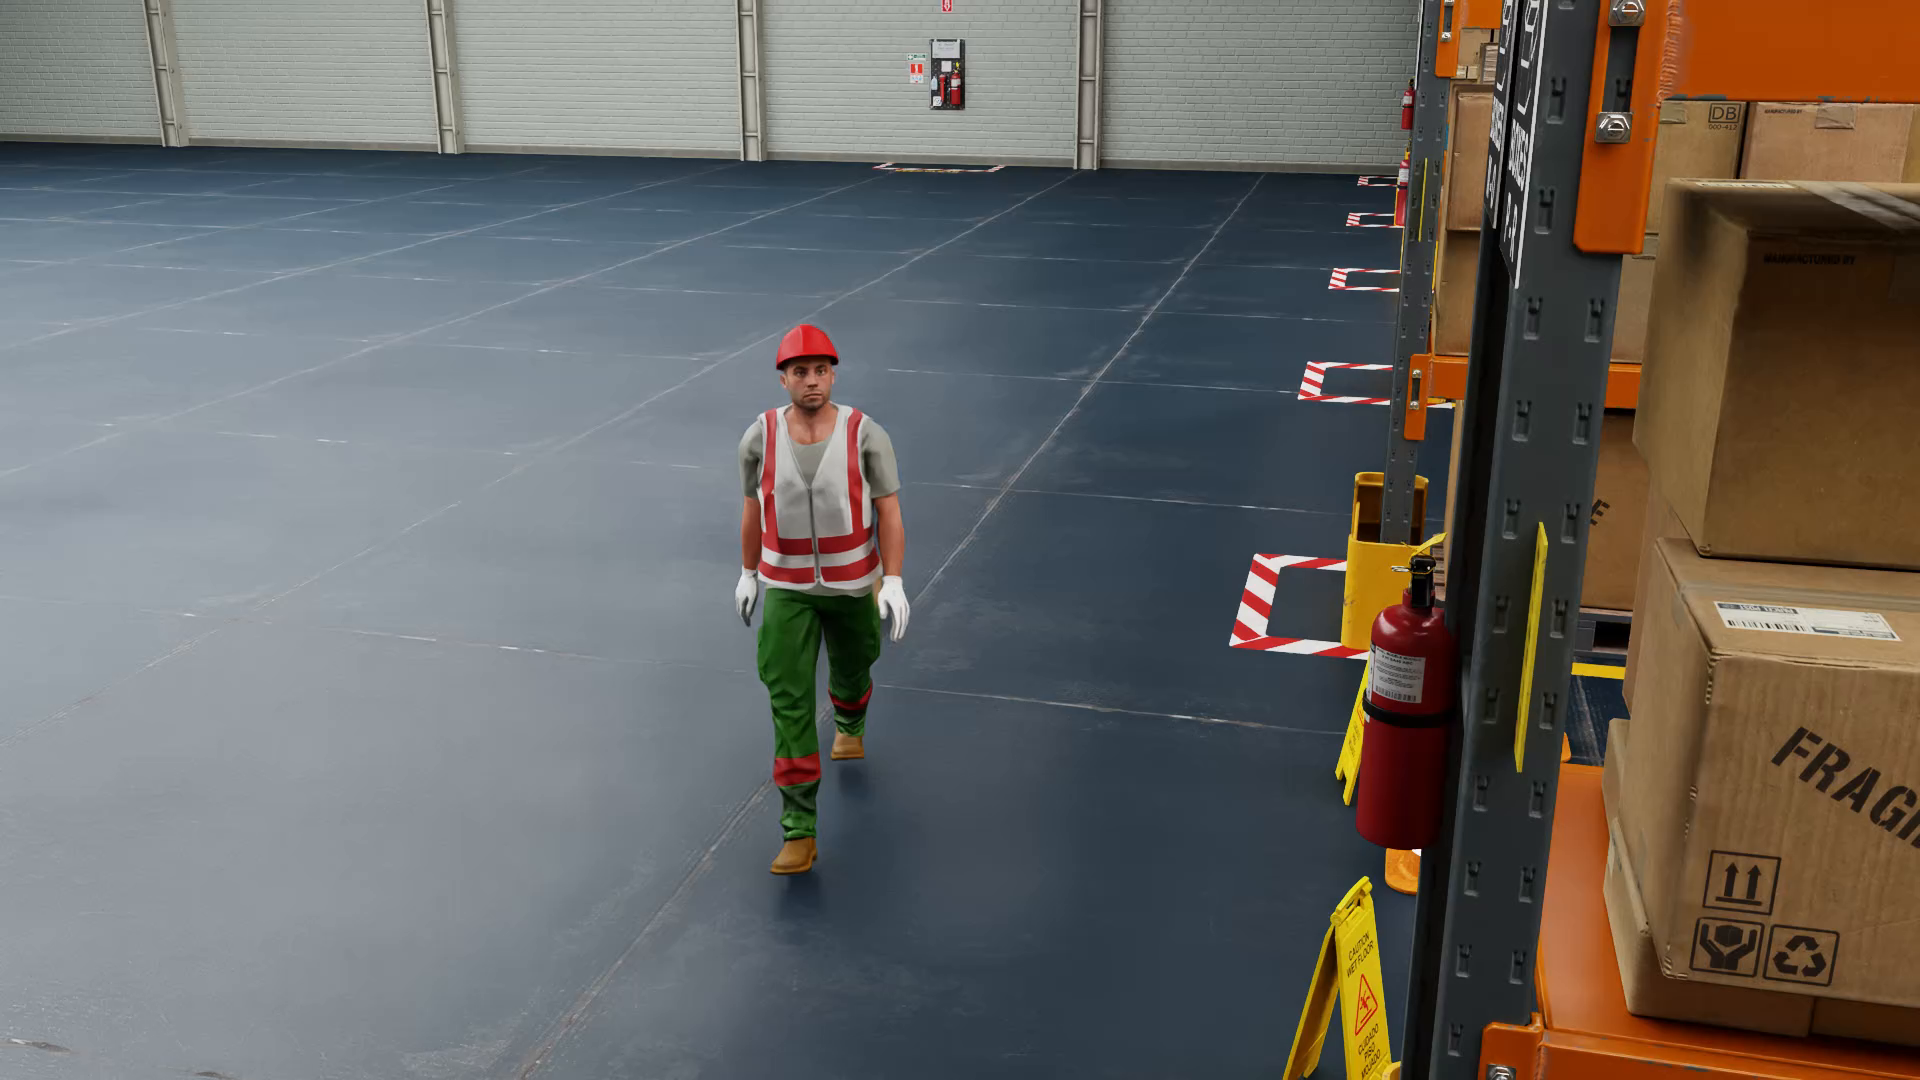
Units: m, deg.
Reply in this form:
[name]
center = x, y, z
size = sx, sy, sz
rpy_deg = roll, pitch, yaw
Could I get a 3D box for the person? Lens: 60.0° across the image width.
[person]
center = -0.470, 0.150, 5.583
size = 0.584, 1.738, 1.099
rpy_deg = -2, 18, -5
